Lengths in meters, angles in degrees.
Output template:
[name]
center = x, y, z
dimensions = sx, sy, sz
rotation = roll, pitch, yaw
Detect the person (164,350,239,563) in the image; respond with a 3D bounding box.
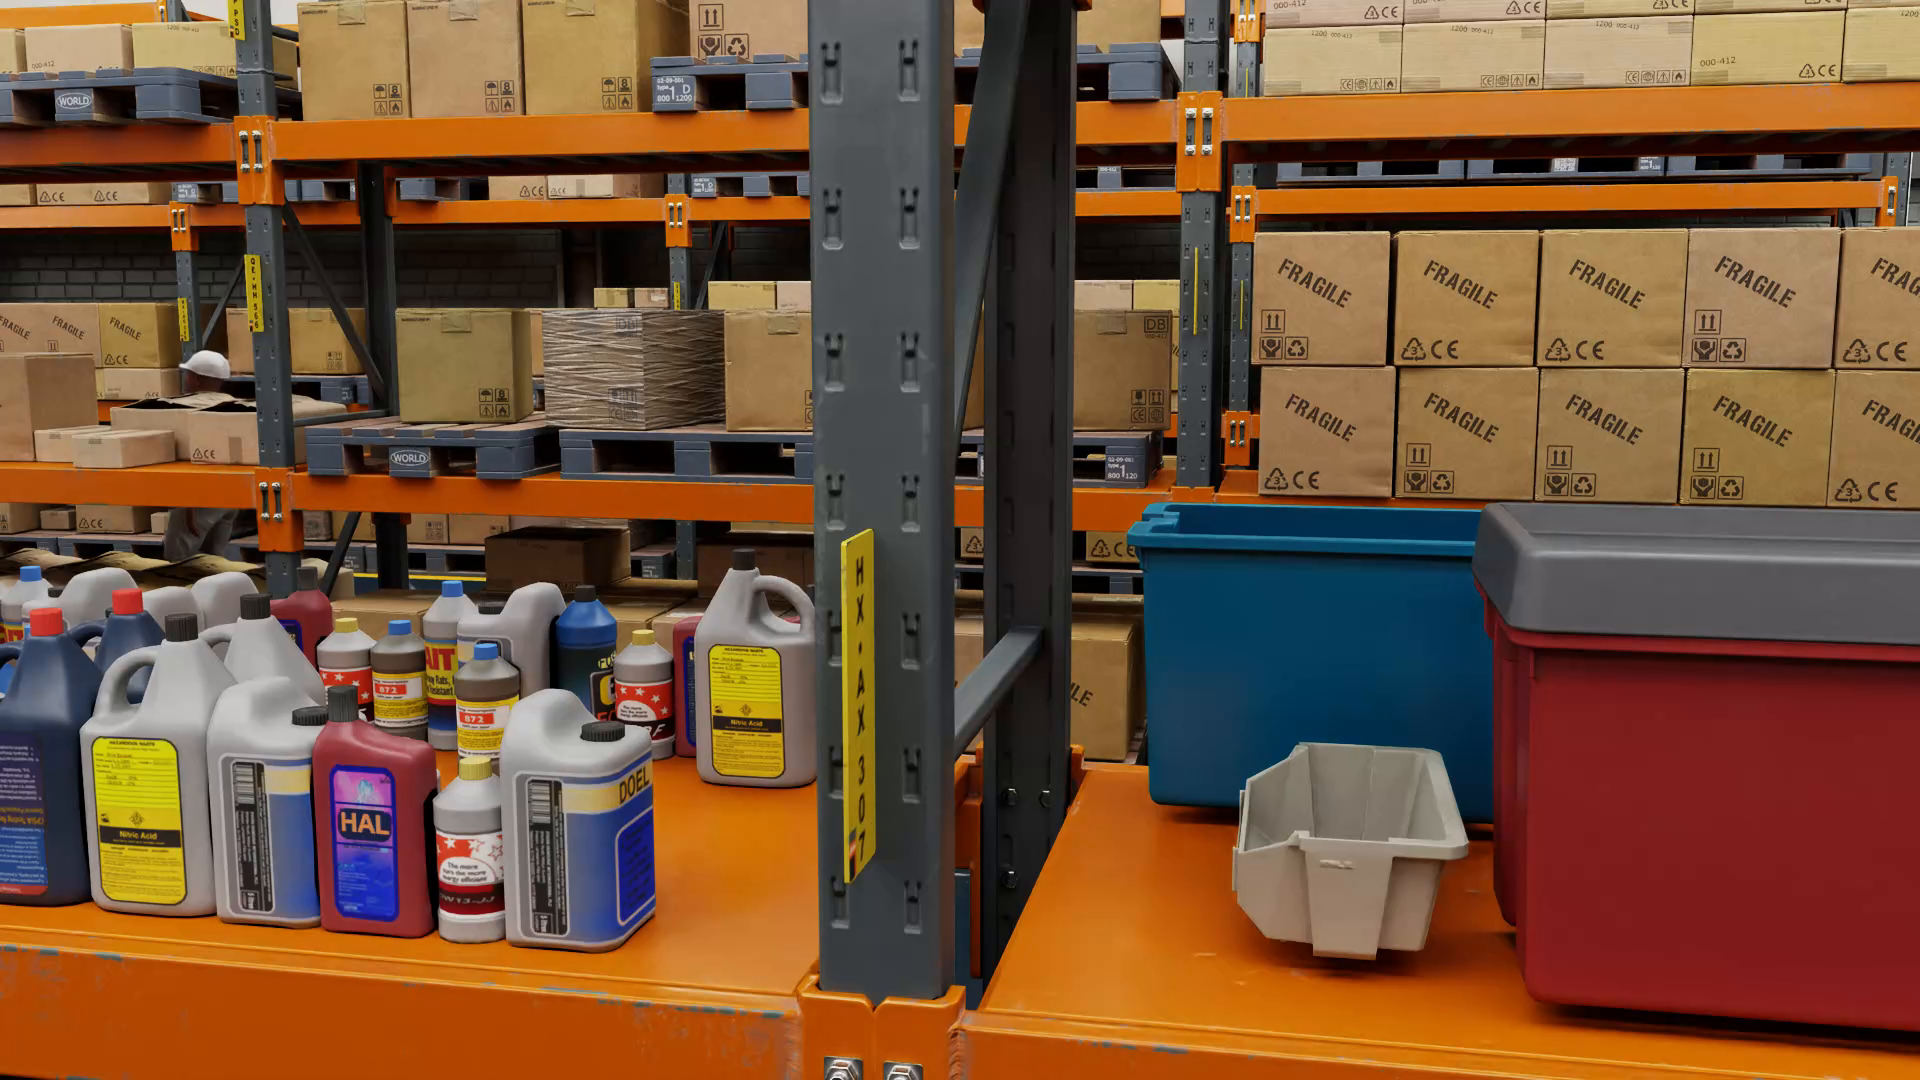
[person]
center = -4.374, -0.226, 9.734
dimensions = 0.579, 1.755, 0.567
rotation = 2, 8, 13
